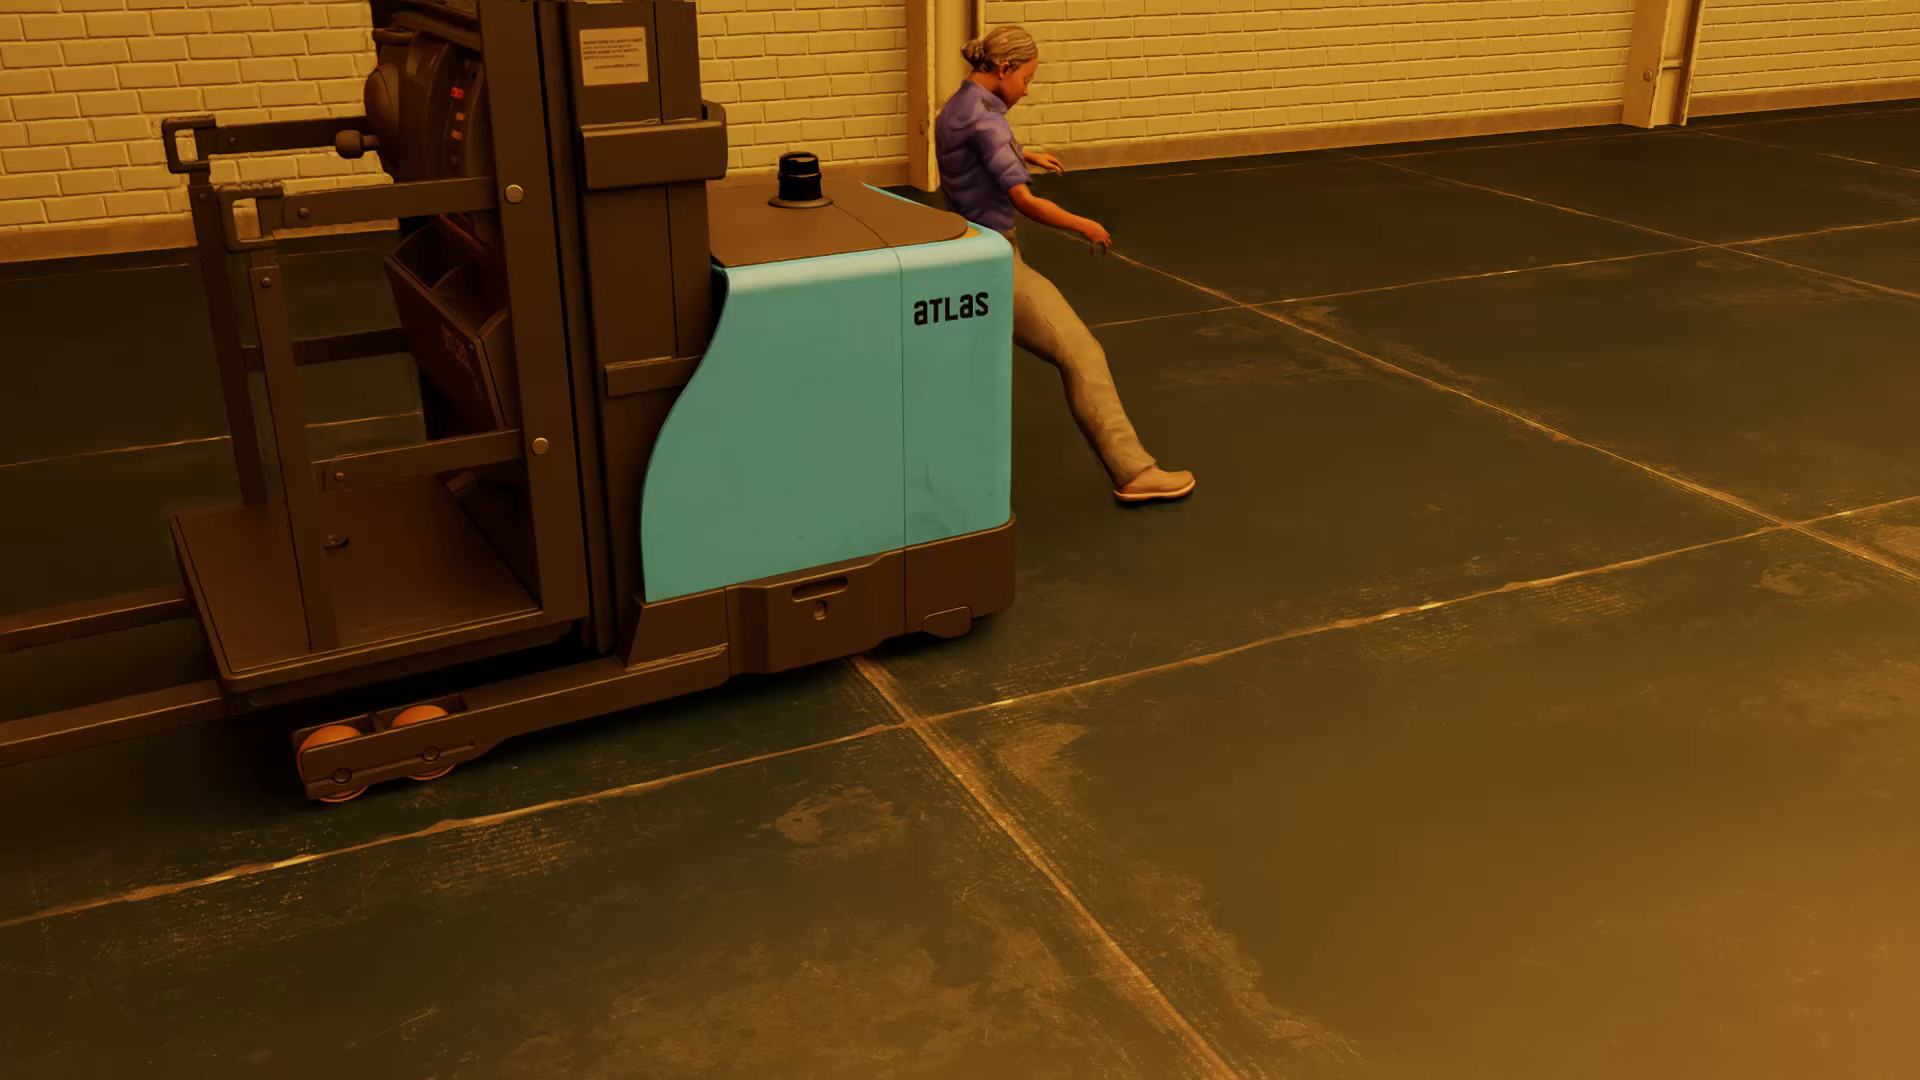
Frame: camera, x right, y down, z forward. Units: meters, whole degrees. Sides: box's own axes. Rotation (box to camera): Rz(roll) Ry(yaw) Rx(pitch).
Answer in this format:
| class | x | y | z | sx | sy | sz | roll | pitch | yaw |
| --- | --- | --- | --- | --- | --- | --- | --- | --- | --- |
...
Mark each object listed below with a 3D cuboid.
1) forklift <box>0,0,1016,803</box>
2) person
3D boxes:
| class | x | y | z | sx | sy | sz | roll | pitch | yaw |
| --- | --- | --- | --- | --- | --- | --- | --- | --- | --- |
| forklift | -1.389 | -1.001 | 3.697 | 3.031 | 2.935 | 1.130 | -12 | 26 | -27 |
| person | 0.188 | -0.957 | 5.541 | 0.911 | 1.463 | 1.176 | -7 | 23 | -16 |
